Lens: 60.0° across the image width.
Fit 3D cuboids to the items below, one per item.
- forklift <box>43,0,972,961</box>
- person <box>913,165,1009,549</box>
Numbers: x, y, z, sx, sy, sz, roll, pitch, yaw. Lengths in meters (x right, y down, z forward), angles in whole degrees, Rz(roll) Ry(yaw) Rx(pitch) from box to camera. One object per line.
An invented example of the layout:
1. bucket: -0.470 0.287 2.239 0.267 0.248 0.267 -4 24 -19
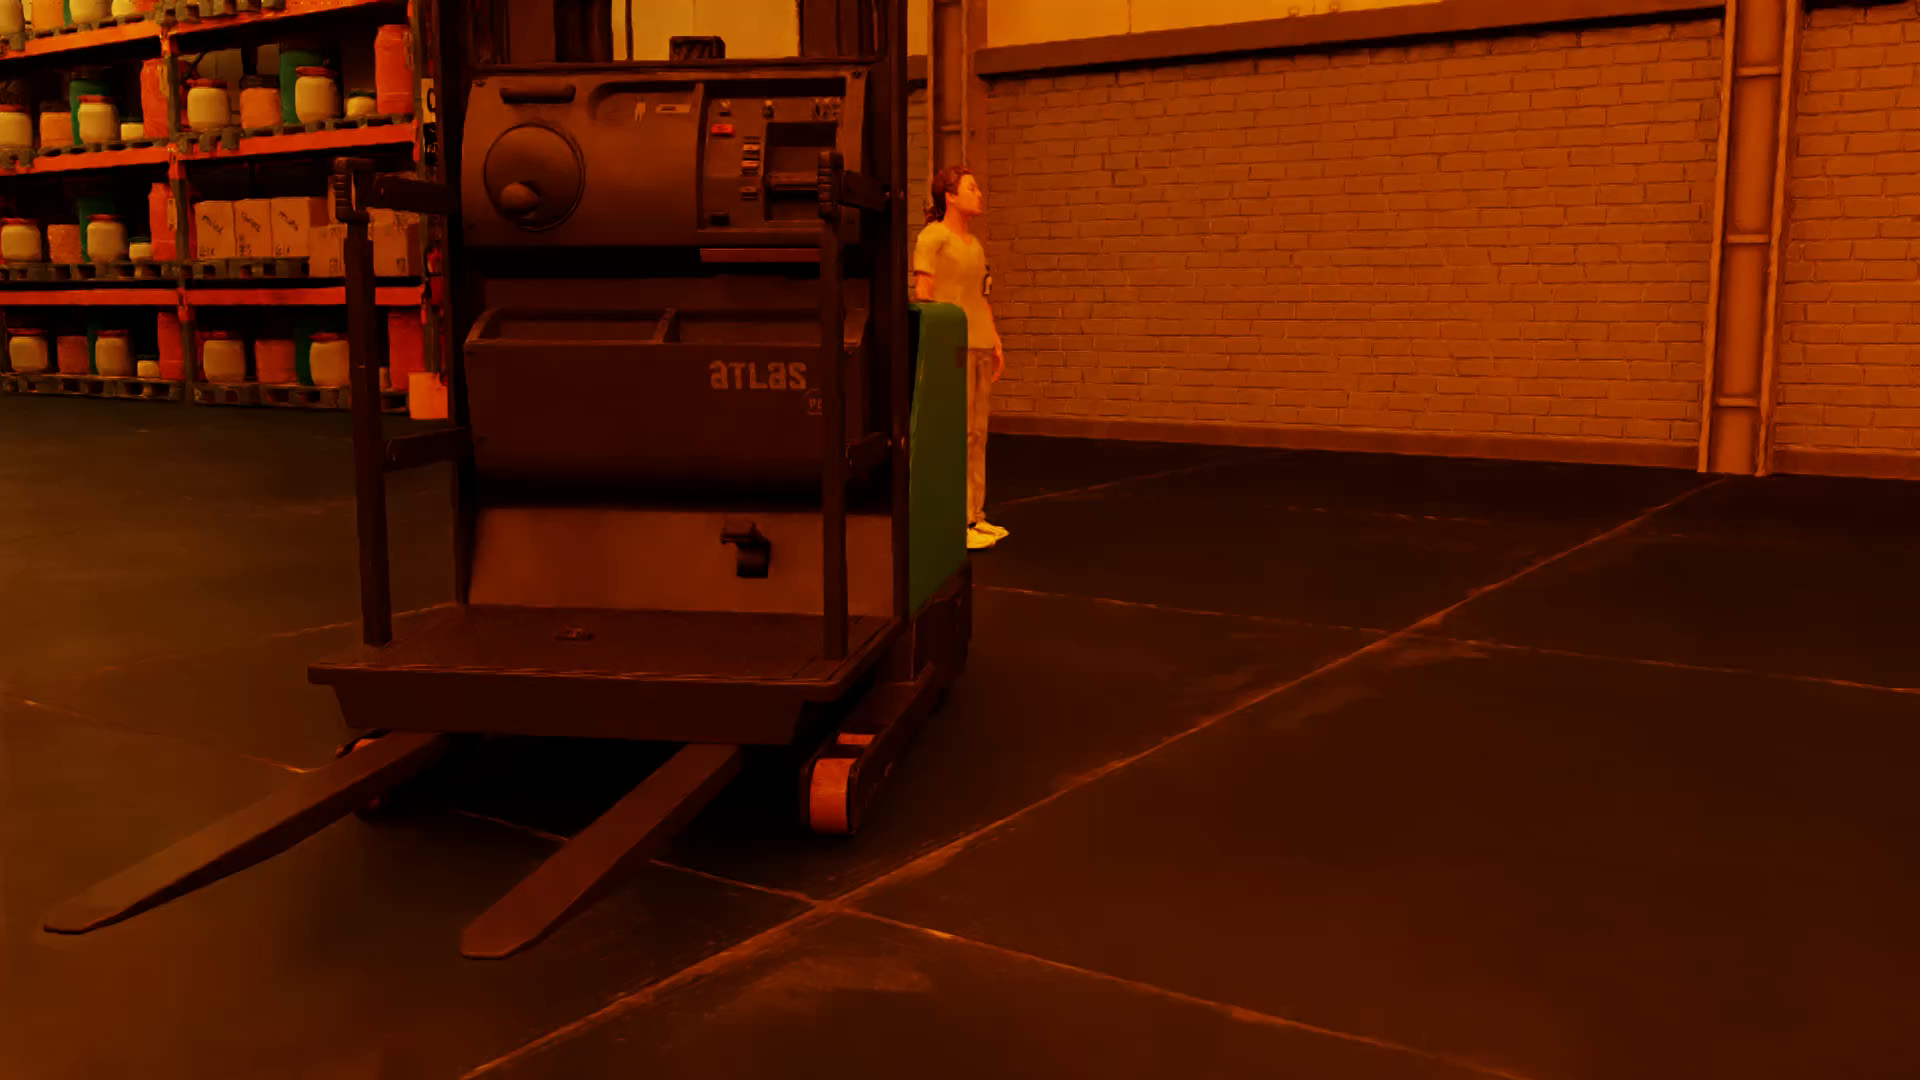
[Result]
1. forklift: -0.699 -0.902 3.537 1.130 2.935 3.031 1 8 9
2. person: 0.054 -0.829 7.433 0.548 1.674 0.550 5 10 34
